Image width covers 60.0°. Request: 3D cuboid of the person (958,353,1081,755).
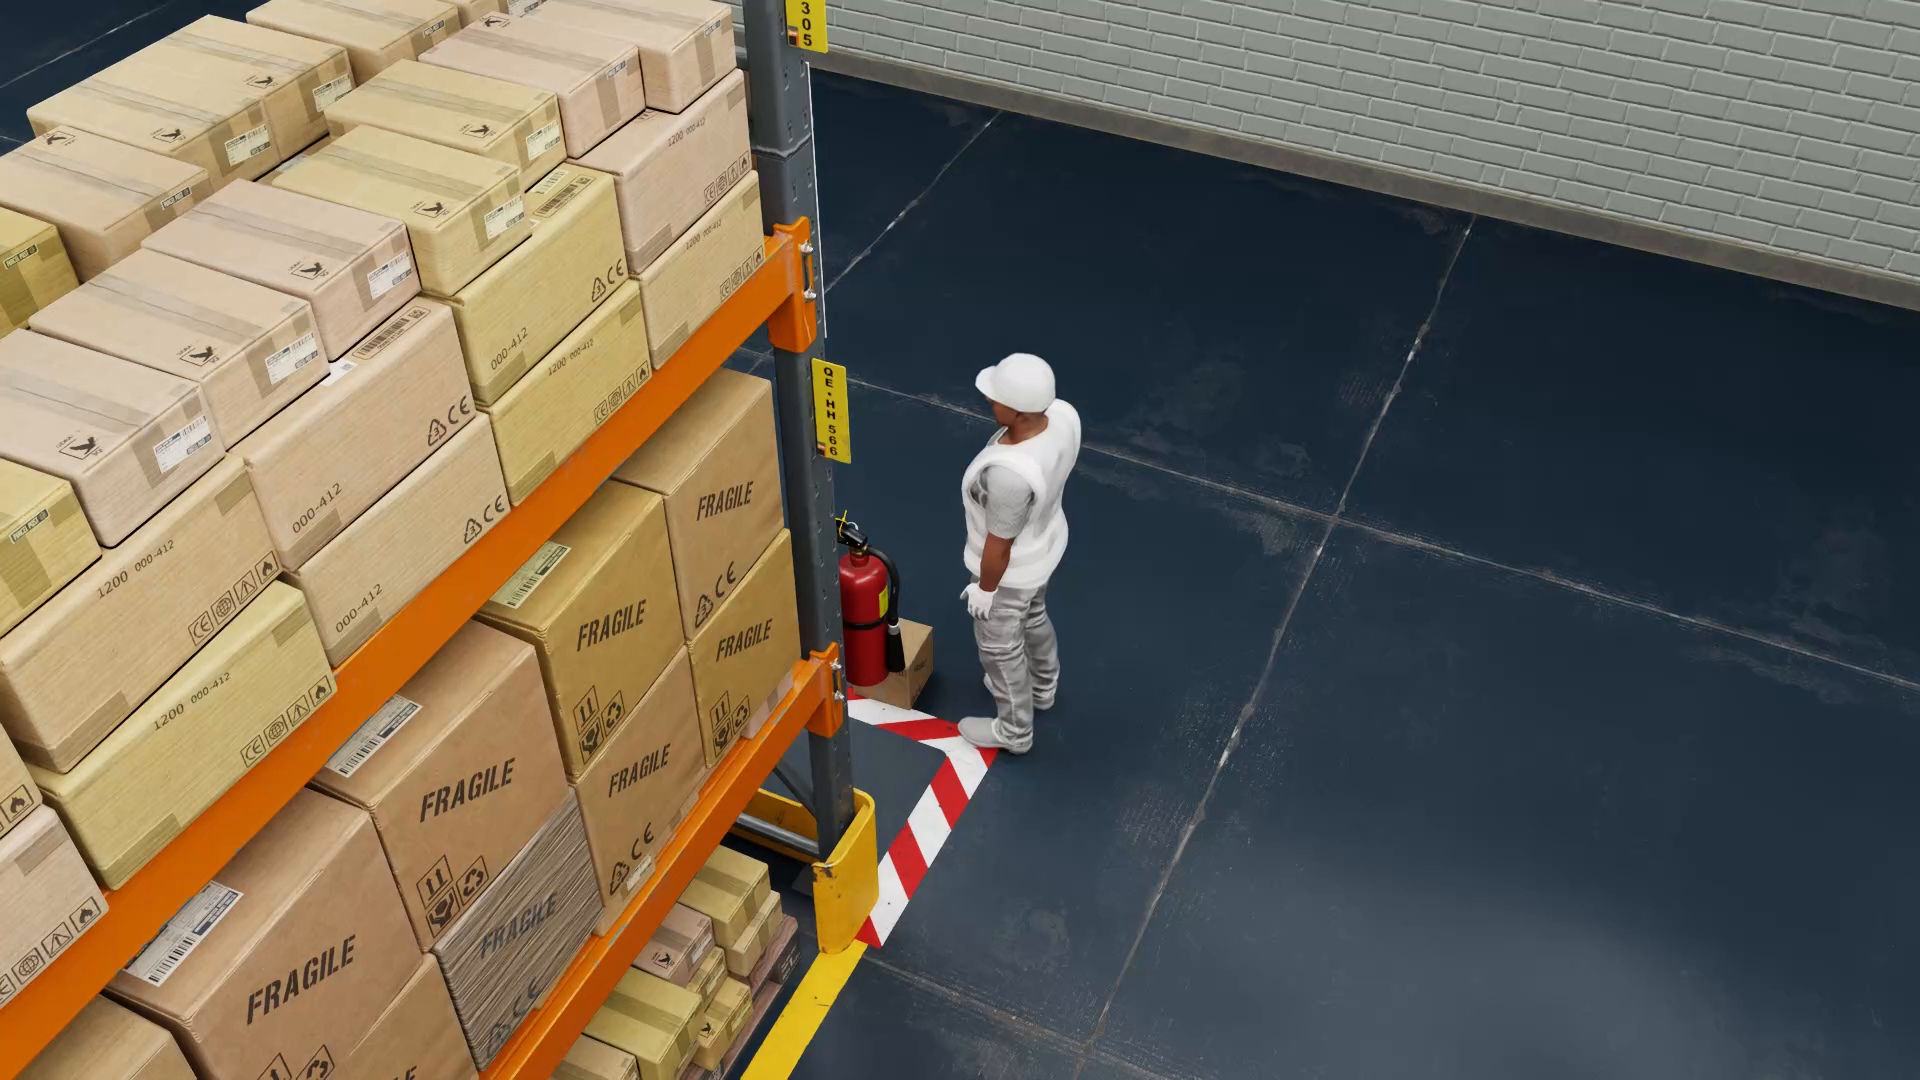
[{"bbox_3d":[0.198,0.060,6.077,0.354,1.782,0.545,17,44,18],"label":"person"}]
